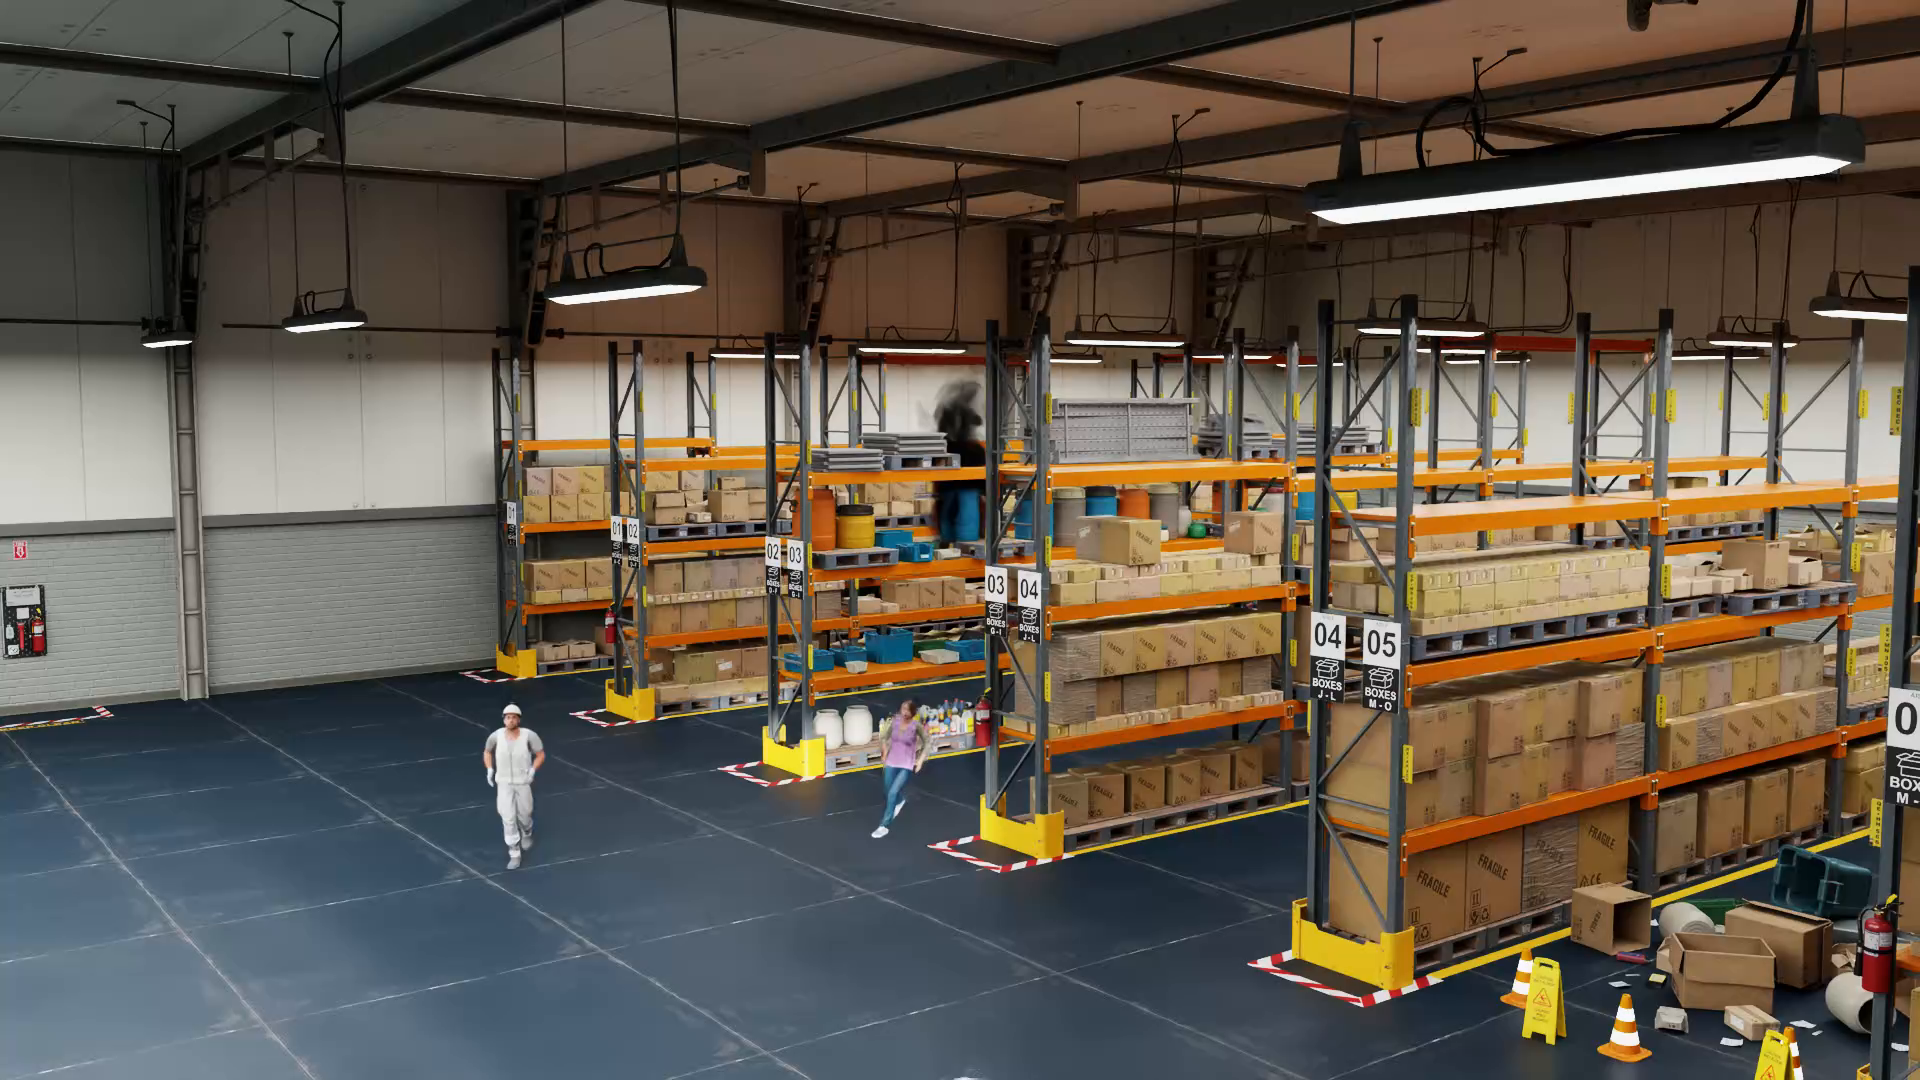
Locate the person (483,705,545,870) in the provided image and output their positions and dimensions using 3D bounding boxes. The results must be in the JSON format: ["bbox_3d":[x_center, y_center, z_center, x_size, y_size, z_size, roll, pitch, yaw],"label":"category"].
[{"bbox_3d":[-4.917,2.680,18.346,0.672,1.771,0.755,-1,5,-9],"label":"person"}]

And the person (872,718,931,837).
[{"bbox_3d":[-0.662,2.729,19.285,0.601,1.335,0.813,2,5,22],"label":"person"}]
